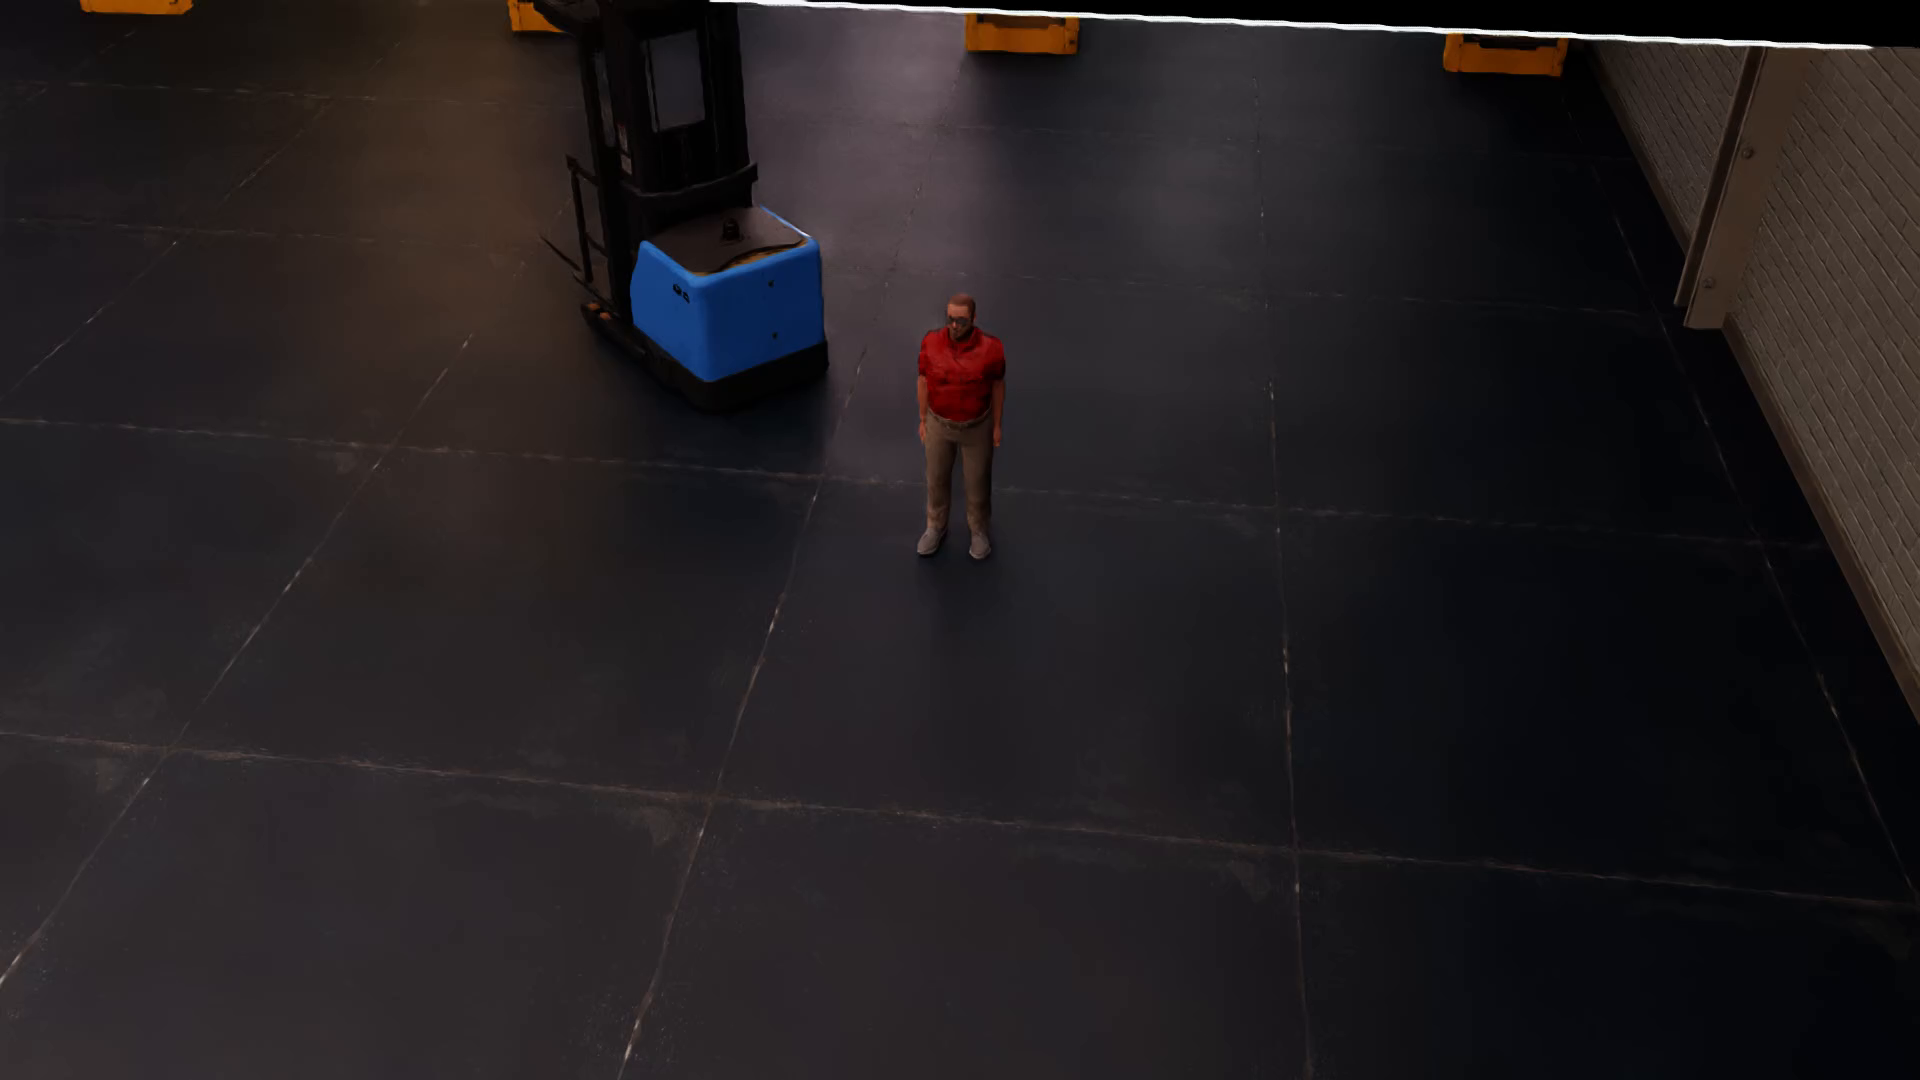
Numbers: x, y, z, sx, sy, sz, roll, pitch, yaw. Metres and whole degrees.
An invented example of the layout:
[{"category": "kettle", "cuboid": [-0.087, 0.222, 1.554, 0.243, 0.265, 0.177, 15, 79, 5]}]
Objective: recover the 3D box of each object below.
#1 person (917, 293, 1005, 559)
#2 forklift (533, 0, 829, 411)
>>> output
[{"category": "person", "cuboid": [-0.003, -0.680, 9.967, 0.523, 1.730, 0.365, 4, 37, 6]}, {"category": "forklift", "cuboid": [-2.241, -2.900, 11.964, 1.130, 2.935, 3.031, -24, 43, -29]}]
